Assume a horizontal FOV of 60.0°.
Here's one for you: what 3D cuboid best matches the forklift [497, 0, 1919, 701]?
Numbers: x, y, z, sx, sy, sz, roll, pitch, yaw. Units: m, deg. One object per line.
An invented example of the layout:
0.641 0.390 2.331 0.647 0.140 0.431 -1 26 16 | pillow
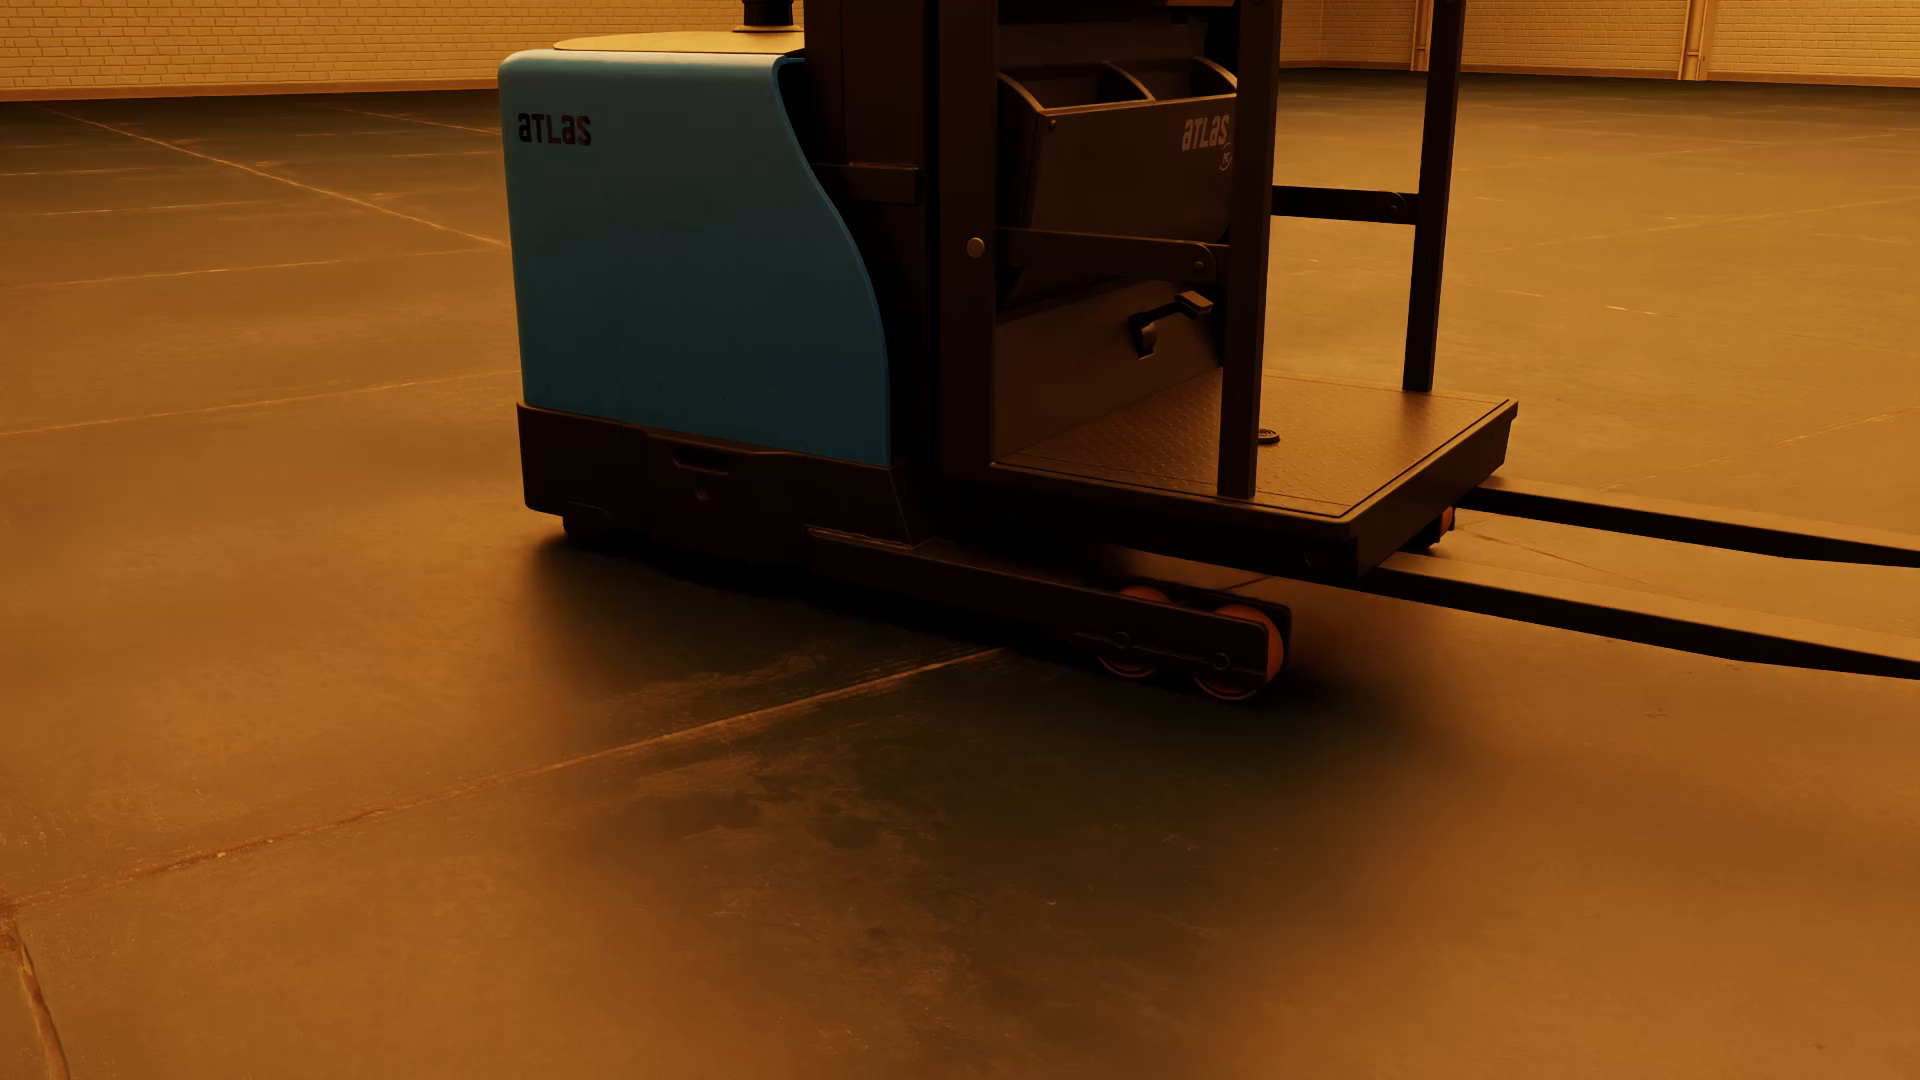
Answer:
0.514 -1.298 3.049 3.031 2.935 1.130 11 21 31 | forklift
